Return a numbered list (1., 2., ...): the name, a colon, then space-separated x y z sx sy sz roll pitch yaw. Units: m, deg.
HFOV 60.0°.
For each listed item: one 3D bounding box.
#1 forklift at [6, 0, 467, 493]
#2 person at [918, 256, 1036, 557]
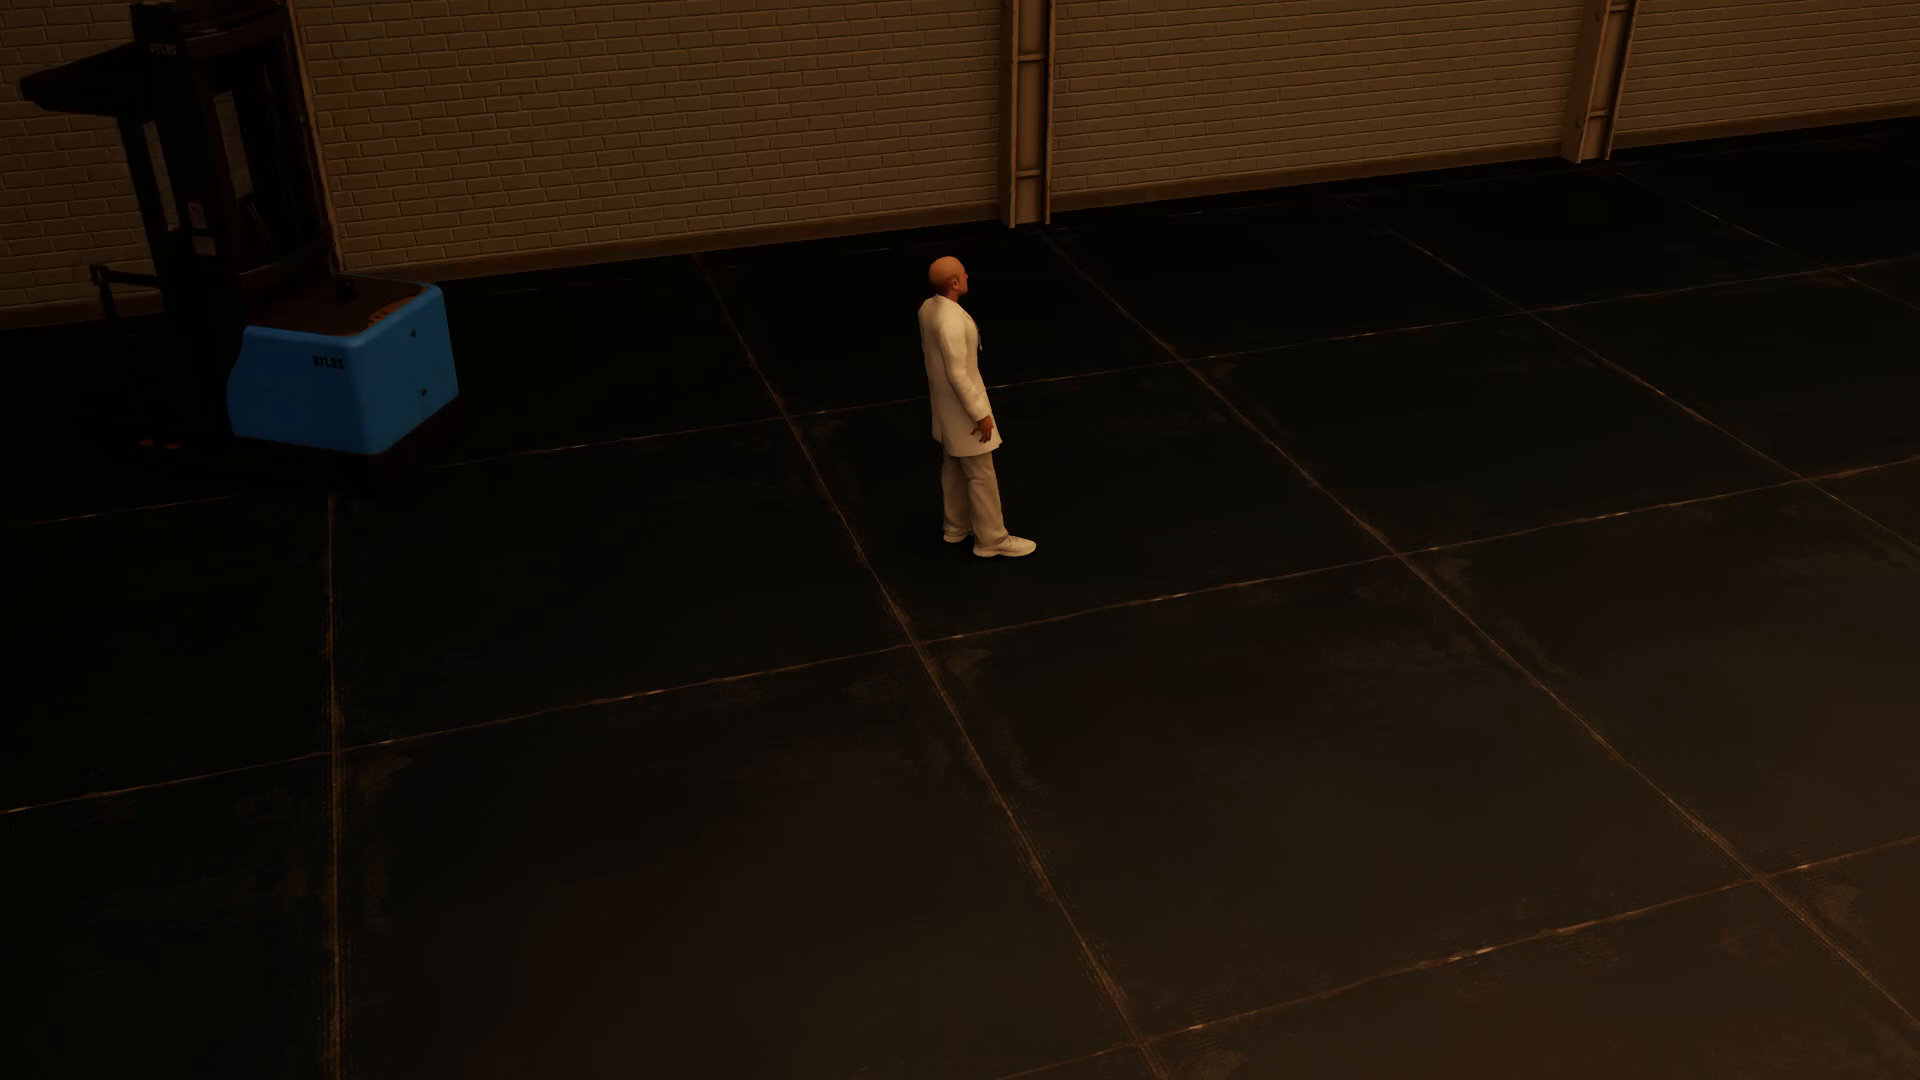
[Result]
1. forklift: -4.902 -1.974 10.518 3.031 2.935 1.130 8 31 14
2. person: 0.087 -0.789 9.600 0.581 1.776 0.696 -10 31 -16
